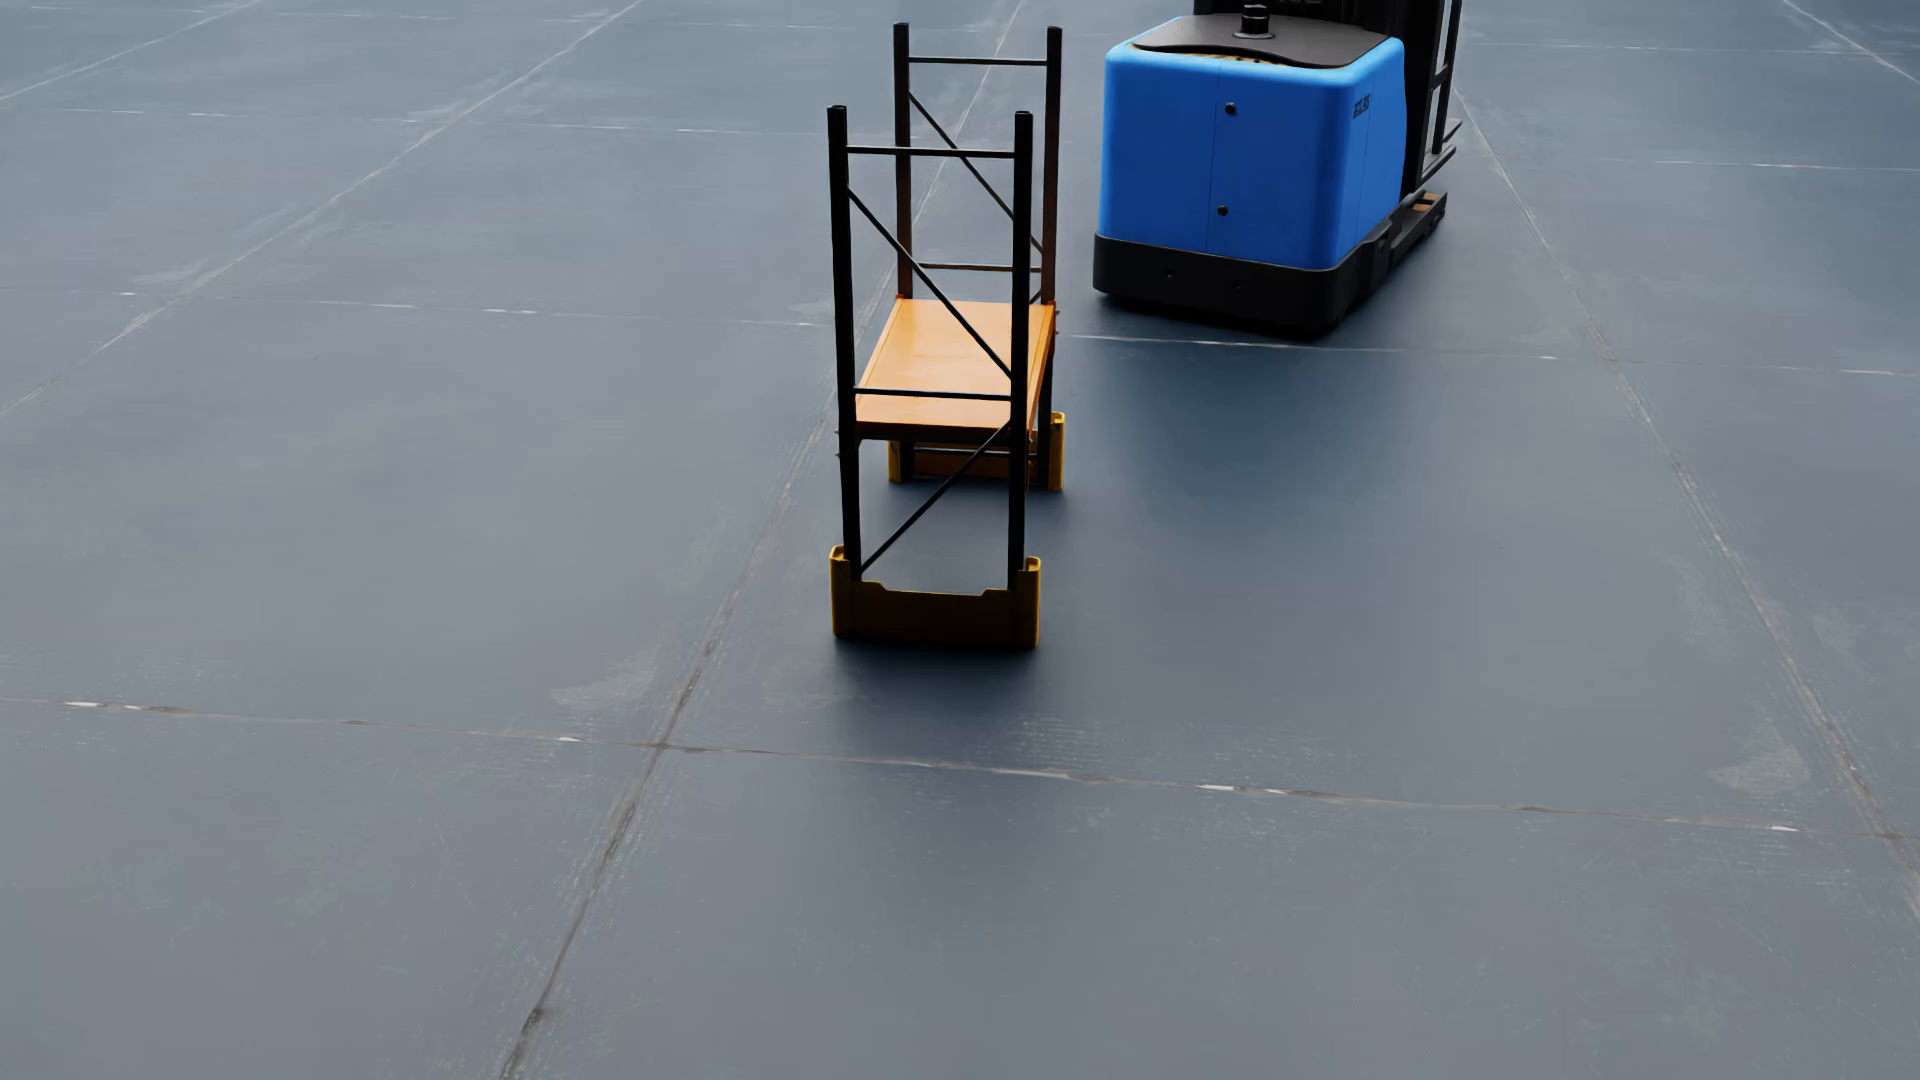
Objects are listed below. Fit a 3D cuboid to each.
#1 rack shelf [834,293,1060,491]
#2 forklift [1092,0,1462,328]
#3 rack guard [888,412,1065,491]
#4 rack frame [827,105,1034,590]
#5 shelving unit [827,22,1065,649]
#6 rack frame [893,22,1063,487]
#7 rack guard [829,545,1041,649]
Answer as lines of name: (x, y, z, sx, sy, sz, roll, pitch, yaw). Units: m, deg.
rack shelf: (-0.010, -0.462, 4.905, 0.538, 0.185, 1.000, 3, 28, 6)
forklift: (1.704, -2.811, 7.377, 1.130, 2.935, 3.031, 14, 31, 24)
rack guard: (0.052, -0.309, 5.559, 0.587, 0.250, 0.087, 3, 28, 6)
rack frame: (-0.073, -0.381, 4.376, 0.500, 1.500, 0.032, 3, 28, 6)
shelving unit: (-0.009, -0.624, 4.828, 0.587, 1.500, 1.083, 3, 28, 6)
rack frame: (0.052, -0.859, 5.264, 0.500, 1.500, 0.032, 3, 28, 6)
rack guard: (-0.070, 0.160, 4.689, 0.587, 0.250, 0.087, 3, 28, 6)
